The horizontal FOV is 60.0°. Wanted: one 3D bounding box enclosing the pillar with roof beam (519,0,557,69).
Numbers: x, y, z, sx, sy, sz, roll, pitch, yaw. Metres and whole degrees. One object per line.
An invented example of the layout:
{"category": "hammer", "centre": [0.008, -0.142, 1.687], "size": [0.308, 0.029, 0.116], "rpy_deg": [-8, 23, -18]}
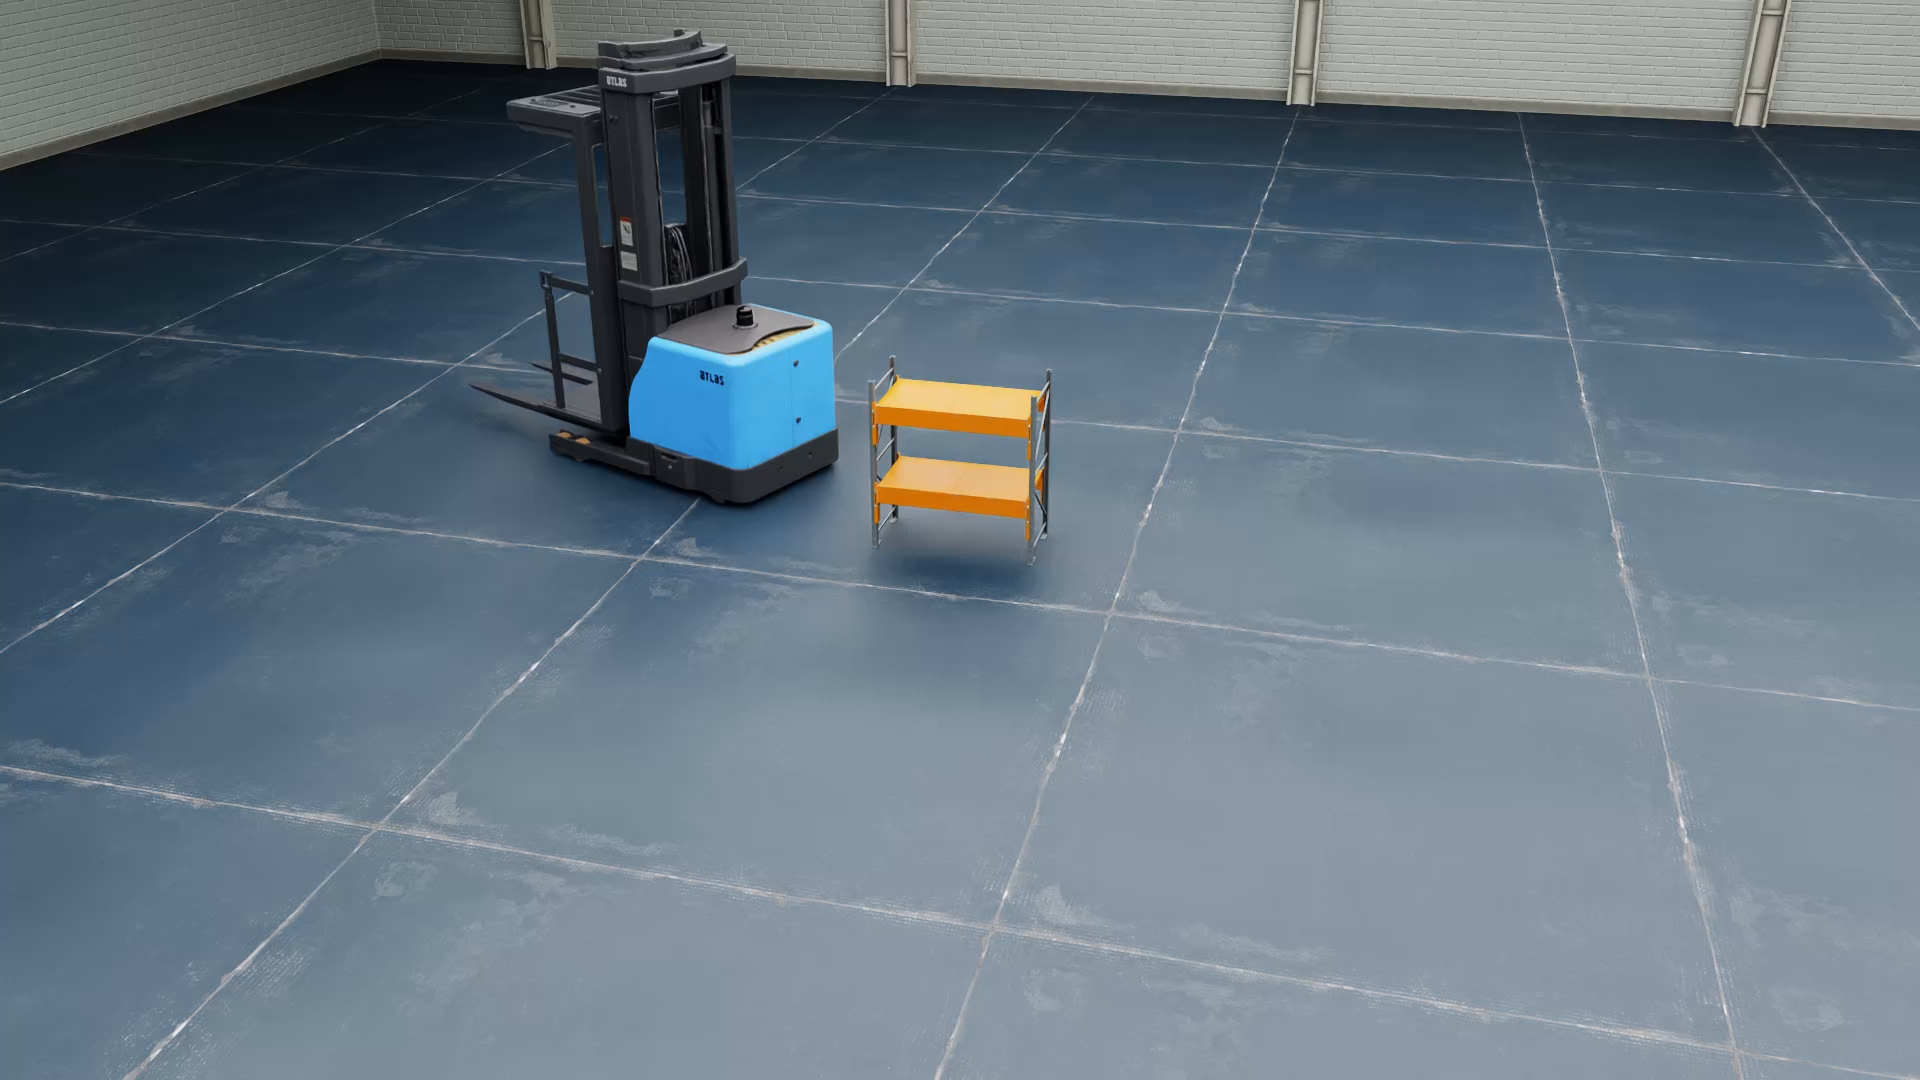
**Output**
{"category": "pillar with roof beam", "centre": [-7.776, -9.855, 20.981], "size": [0.400, 9.000, 9.100], "rpy_deg": [6, 26, 13]}

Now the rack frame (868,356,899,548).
{"category": "rack frame", "centre": [-0.486, -0.562, 10.621], "size": [0.032, 1.125, 0.500], "rpy_deg": [6, 26, 13]}

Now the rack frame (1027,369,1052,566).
{"category": "rack frame", "centre": [0.499, -0.453, 10.392], "size": [0.032, 1.125, 0.500], "rpy_deg": [6, 26, 13]}

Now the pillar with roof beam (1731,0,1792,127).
{"category": "pillar with roof beam", "centre": [9.657, -7.928, 16.933], "size": [0.400, 9.000, 9.100], "rpy_deg": [6, 26, 13]}

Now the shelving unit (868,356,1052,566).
{"category": "shelving unit", "centre": [0.007, -0.507, 10.507], "size": [1.048, 1.125, 0.538], "rpy_deg": [6, 26, 13]}

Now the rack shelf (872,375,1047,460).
{"category": "rack shelf", "centre": [0.007, -0.771, 10.381], "size": [1.000, 0.278, 0.538], "rpy_deg": [6, 26, 13]}

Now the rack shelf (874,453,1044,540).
{"category": "rack shelf", "centre": [0.007, -0.286, 10.612], "size": [1.000, 0.278, 0.538], "rpy_deg": [6, 26, 13]}

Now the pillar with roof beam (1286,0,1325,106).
{"category": "pillar with roof beam", "centre": [3.846, -8.570, 18.282], "size": [0.400, 9.000, 9.100], "rpy_deg": [6, 26, 13]}

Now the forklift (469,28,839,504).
{"category": "forklift", "centre": [-2.350, -2.052, 11.650], "size": [3.031, 2.935, 1.130], "rpy_deg": [17, 31, 32]}

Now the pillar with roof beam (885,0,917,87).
{"category": "pillar with roof beam", "centre": [-1.965, -9.212, 19.632], "size": [0.400, 9.000, 9.100], "rpy_deg": [6, 26, 13]}
